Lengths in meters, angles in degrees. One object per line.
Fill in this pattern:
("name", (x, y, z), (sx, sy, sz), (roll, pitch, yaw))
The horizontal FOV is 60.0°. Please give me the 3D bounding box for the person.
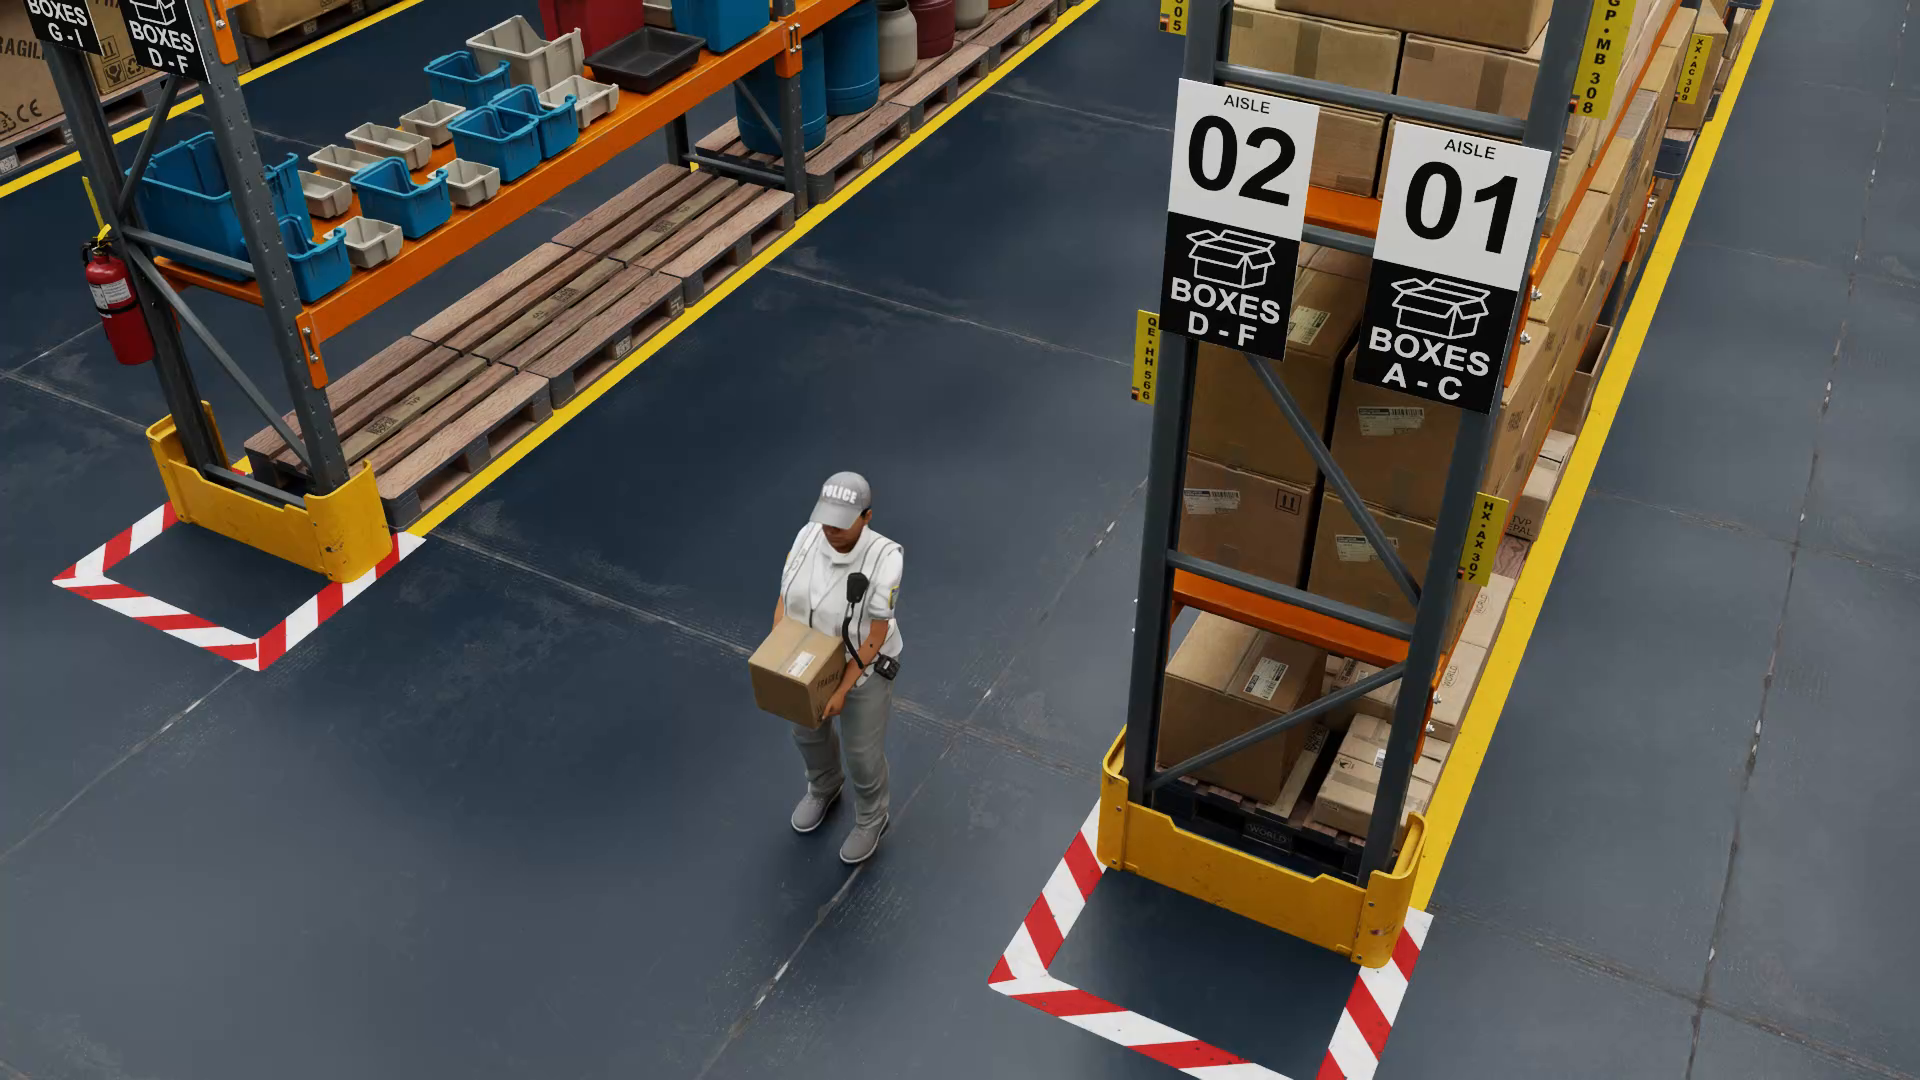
("person", (-0.467, 0.496, 6.124), (0.454, 1.655, 0.535), (19, 42, 22))
